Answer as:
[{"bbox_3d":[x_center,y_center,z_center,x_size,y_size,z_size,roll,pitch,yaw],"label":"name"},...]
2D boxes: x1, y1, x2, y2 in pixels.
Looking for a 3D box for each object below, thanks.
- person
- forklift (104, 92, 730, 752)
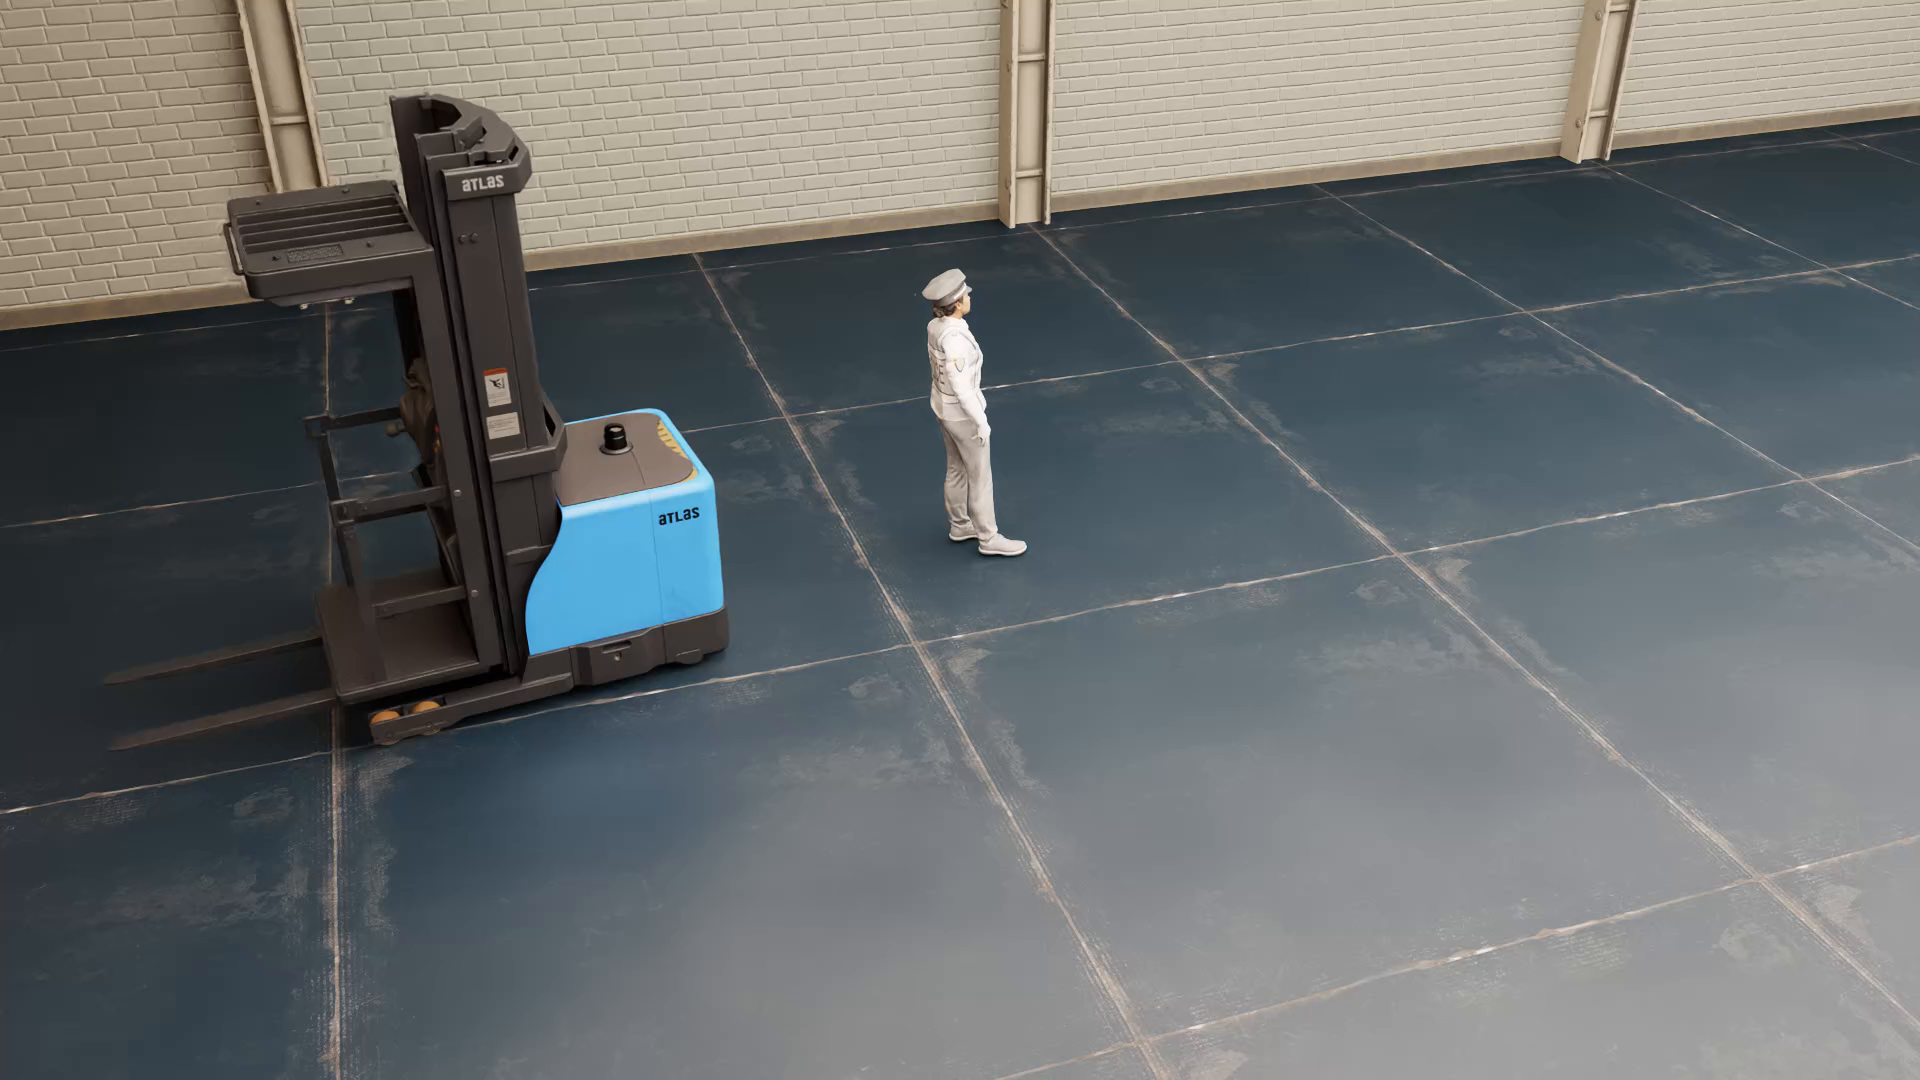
[{"bbox_3d":[0.068,-0.748,9.613,0.530,1.694,0.586,-10,31,-16],"label":"person"},{"bbox_3d":[-2.797,-0.553,8.049,3.031,2.935,1.130,-13,32,-22],"label":"forklift"}]
